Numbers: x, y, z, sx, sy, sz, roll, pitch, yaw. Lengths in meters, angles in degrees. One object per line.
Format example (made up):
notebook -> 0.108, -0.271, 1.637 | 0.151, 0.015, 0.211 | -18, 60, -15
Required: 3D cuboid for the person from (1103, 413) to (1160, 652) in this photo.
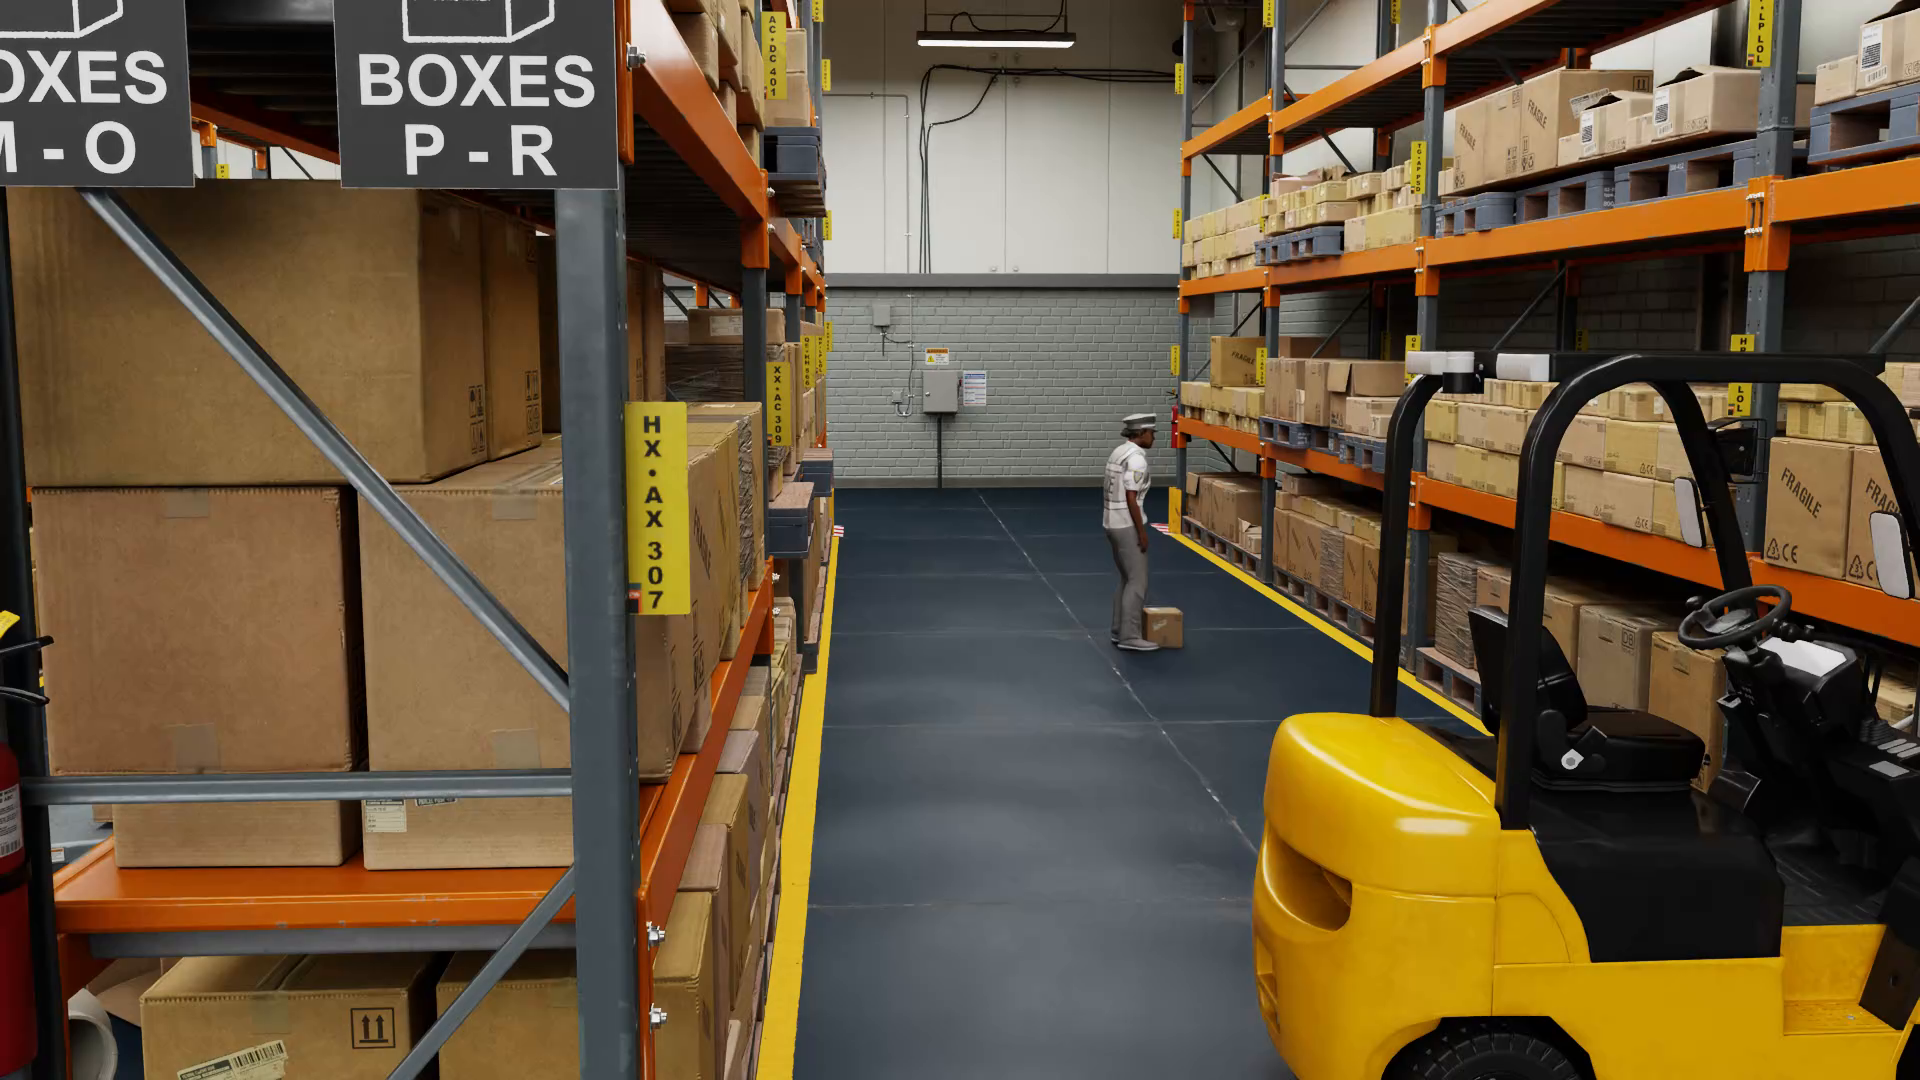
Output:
person -> 1.215, -0.066, 11.800 | 0.388, 1.657, 0.506 | -1, 7, -6
